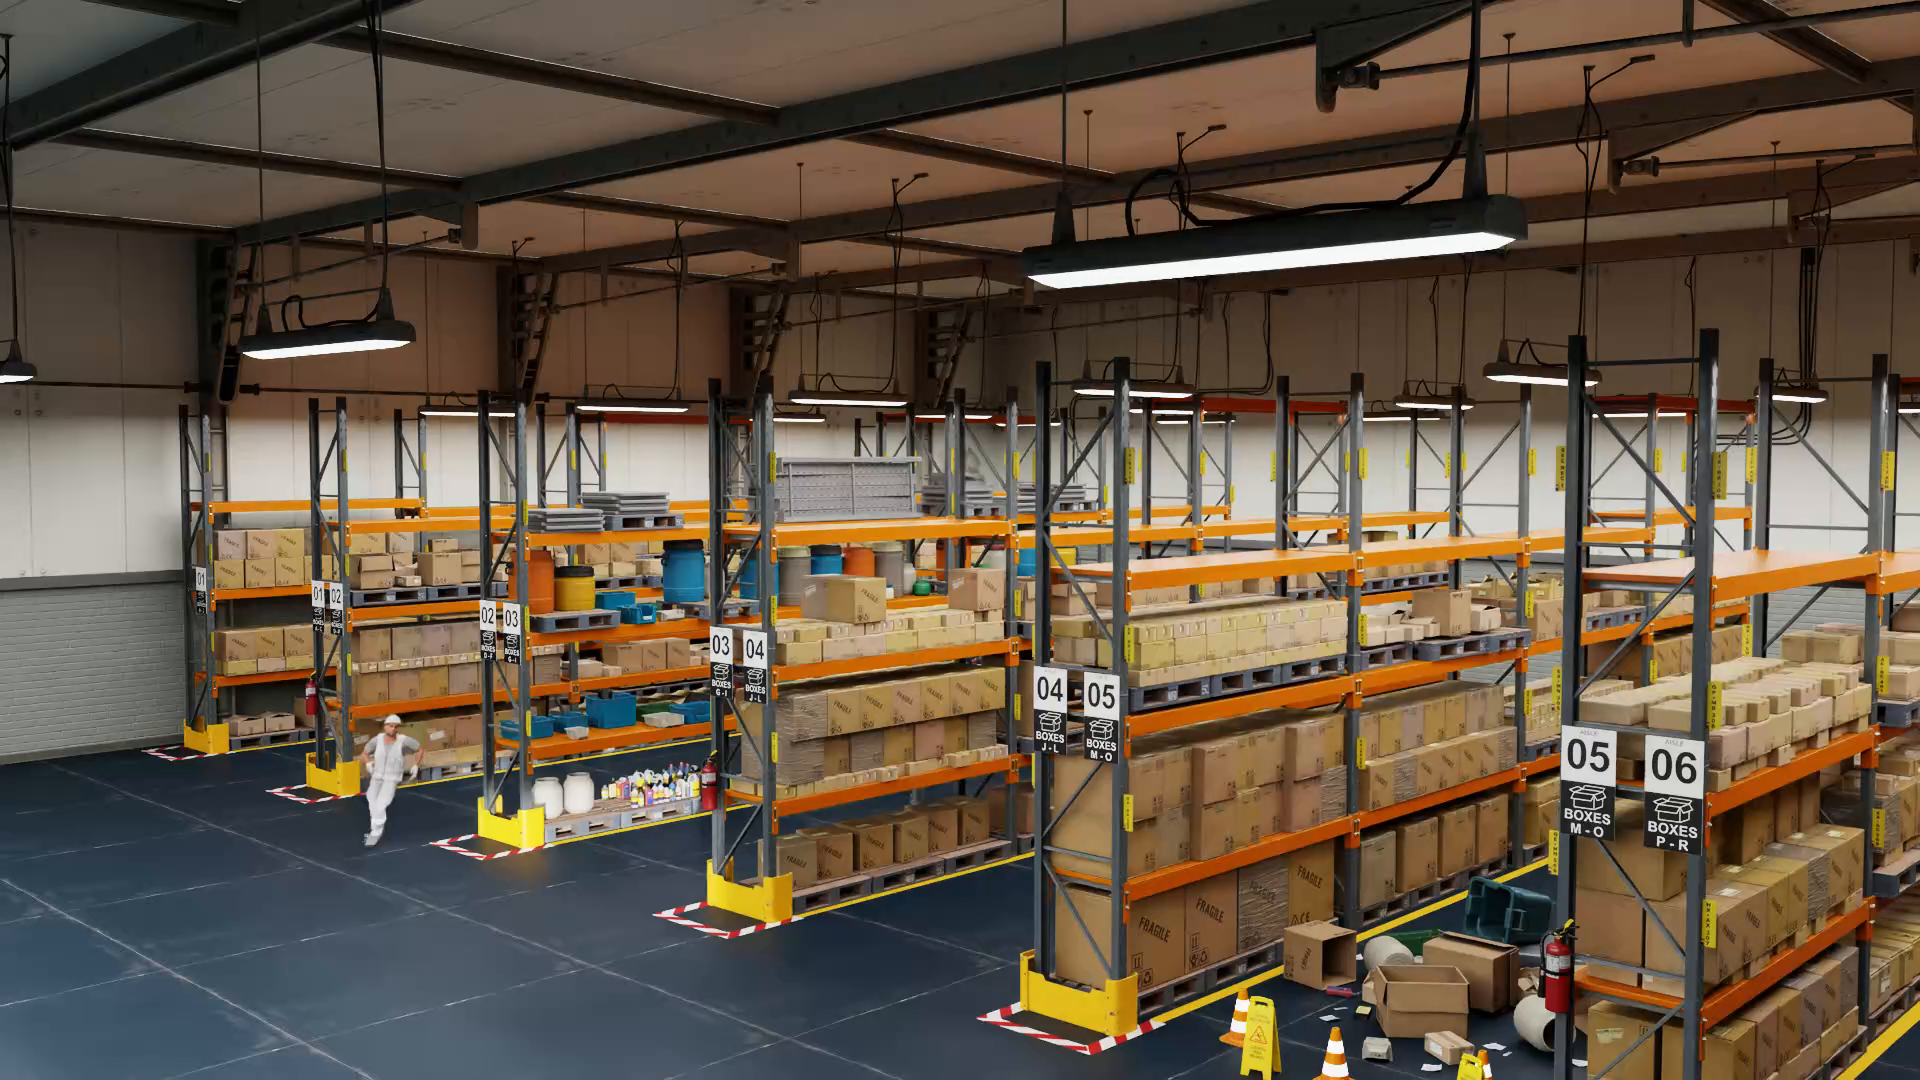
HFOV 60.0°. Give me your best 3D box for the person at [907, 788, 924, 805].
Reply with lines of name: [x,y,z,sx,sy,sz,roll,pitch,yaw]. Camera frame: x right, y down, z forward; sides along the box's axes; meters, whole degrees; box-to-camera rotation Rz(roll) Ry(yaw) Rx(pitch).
person: [-0.657,3.053,23.623,0.676,1.720,0.571,2,4,33]

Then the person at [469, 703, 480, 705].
person: [-8.456,2.816,29.167,0.622,1.655,0.548,2,4,37]

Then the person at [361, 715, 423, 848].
person: [-7.534,3.159,21.915,0.786,1.739,0.723,0,3,3]
